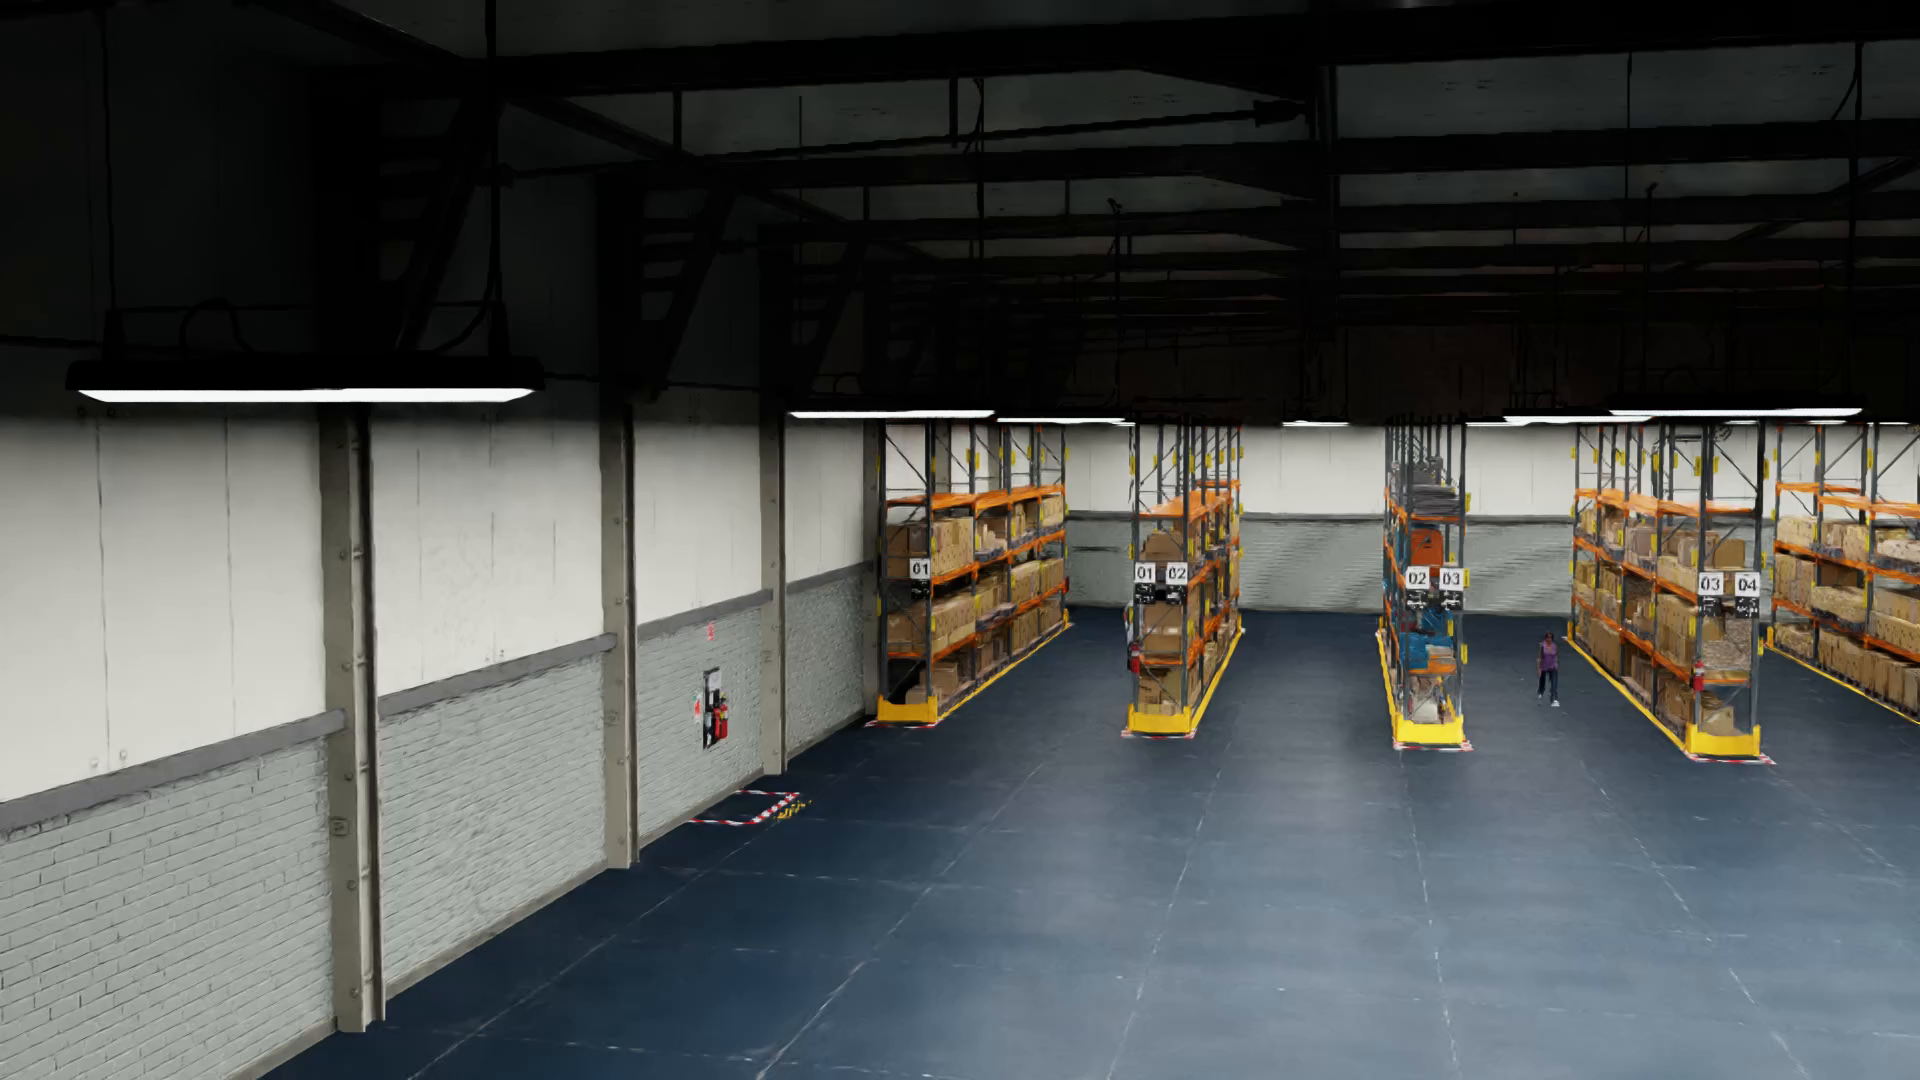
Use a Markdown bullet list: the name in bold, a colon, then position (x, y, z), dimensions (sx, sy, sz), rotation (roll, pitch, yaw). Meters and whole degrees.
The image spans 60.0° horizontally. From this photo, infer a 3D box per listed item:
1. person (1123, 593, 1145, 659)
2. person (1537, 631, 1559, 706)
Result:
- **person**: position (4.348, 2.096, 40.883), dimensions (0.677, 1.742, 0.552), rotation (1, 4, 11)
- **person**: position (12.124, 2.625, 34.332), dimensions (0.419, 1.514, 1.038), rotation (1, 4, 11)
